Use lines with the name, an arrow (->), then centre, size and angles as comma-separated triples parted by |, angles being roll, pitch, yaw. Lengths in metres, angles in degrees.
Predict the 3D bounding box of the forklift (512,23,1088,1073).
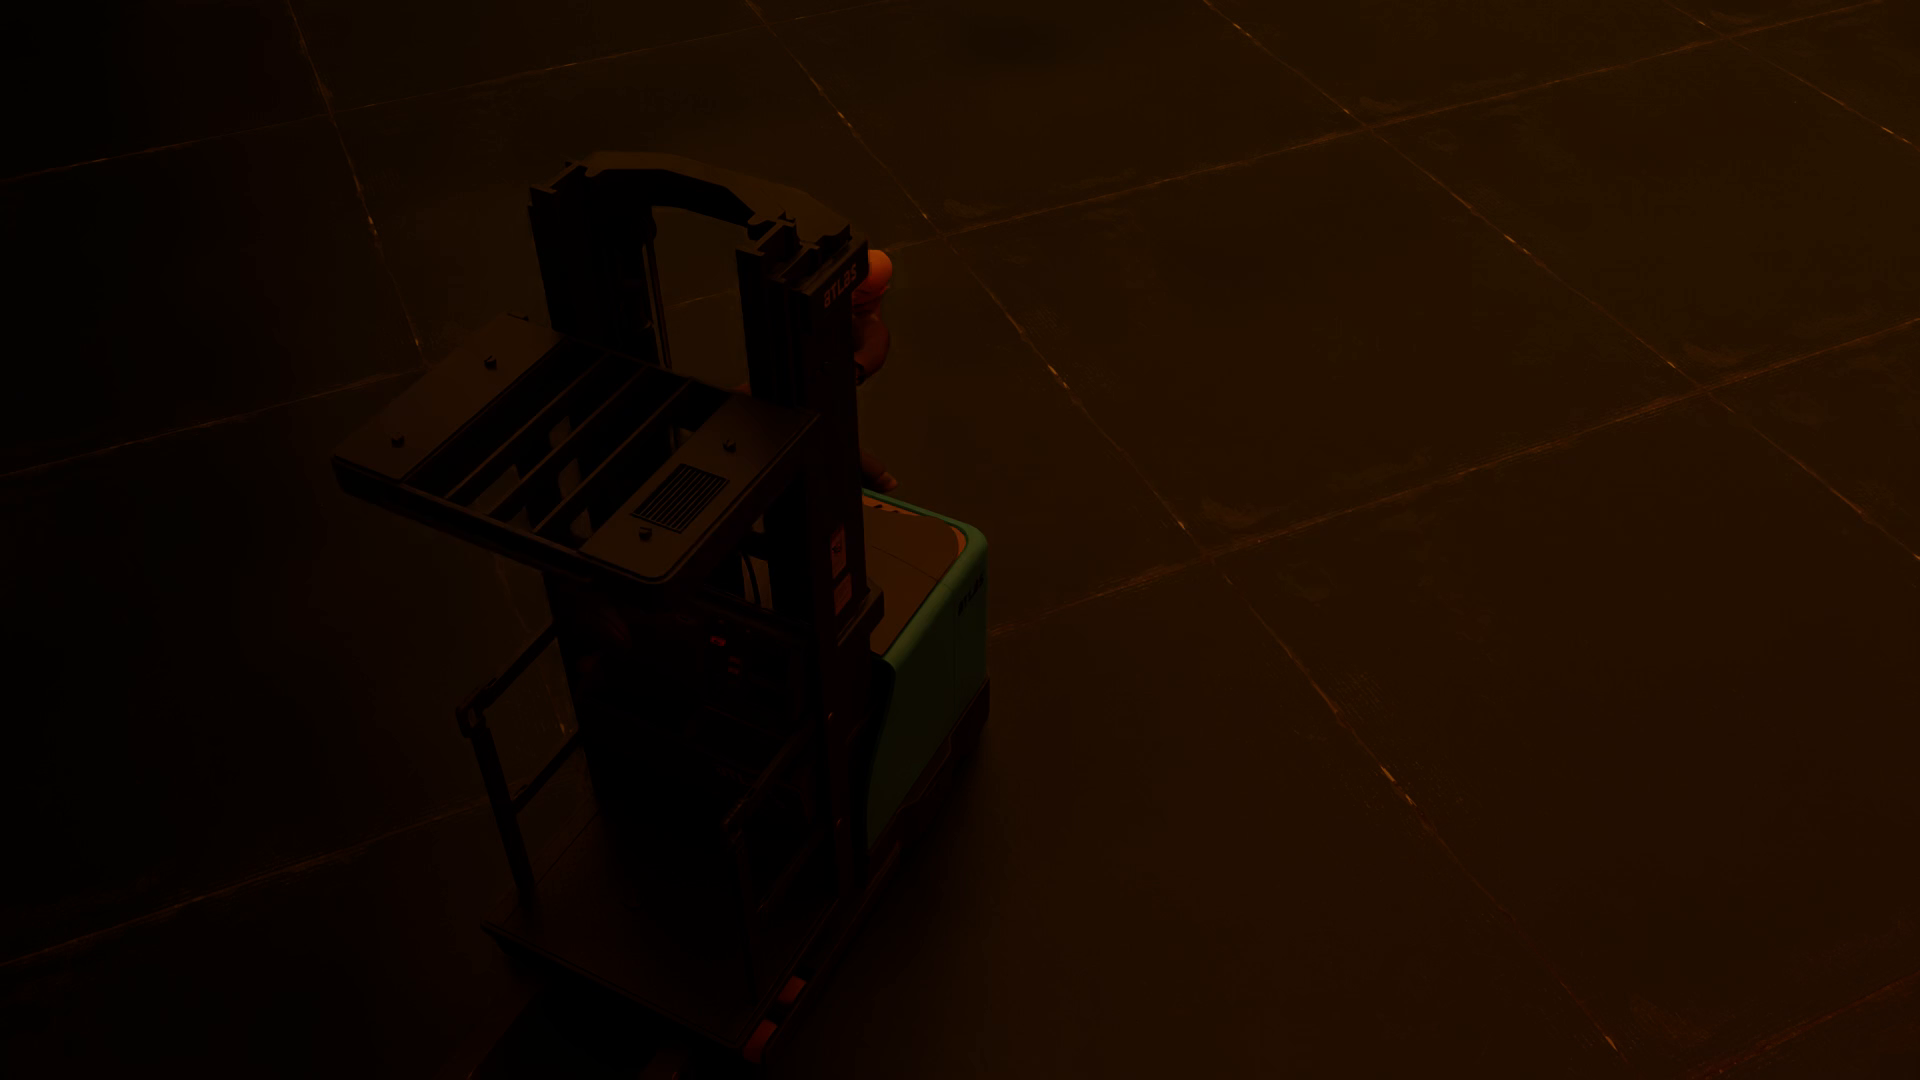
forklift -> -0.578, -0.140, 5.831 | 1.130, 2.935, 3.031 | 19, 46, 20

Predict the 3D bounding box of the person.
person -> -2.414, -1.103, 7.804 | 1.007, 1.708, 0.607 | -6, 43, -6
